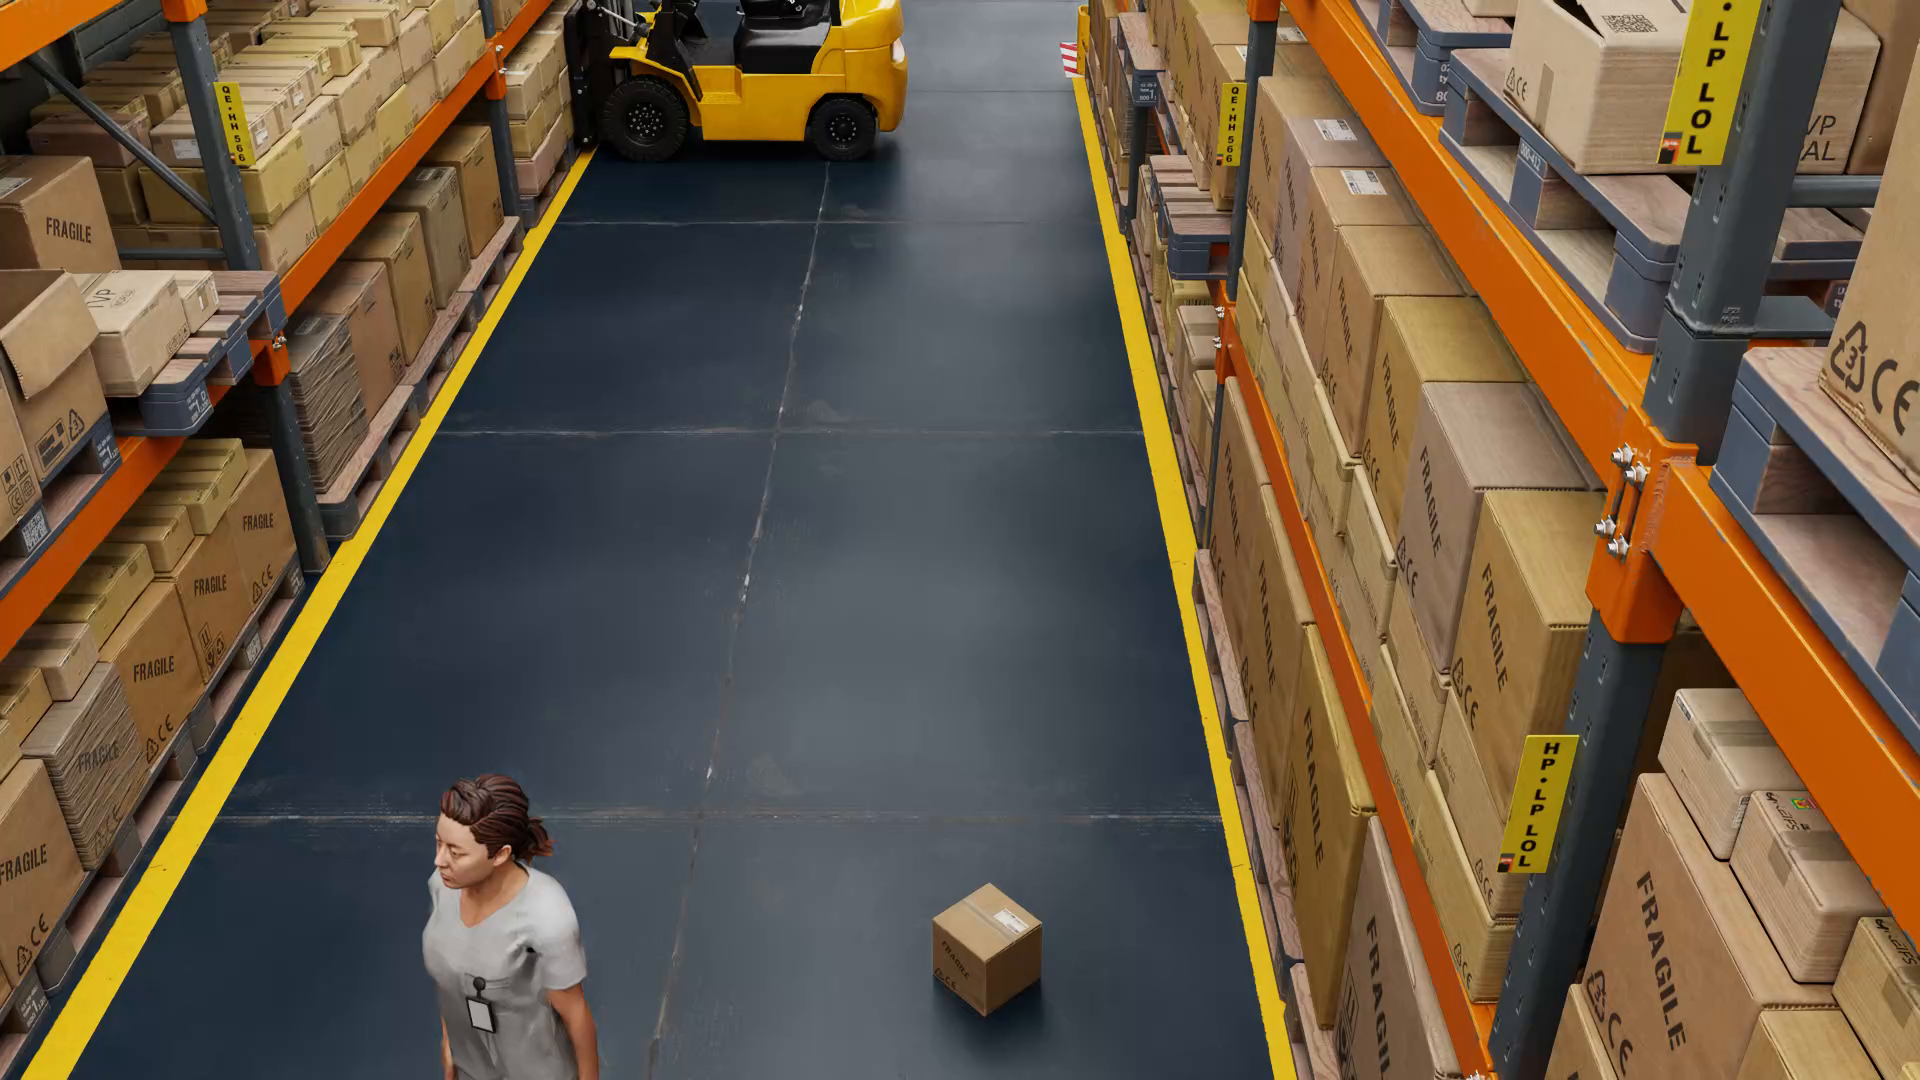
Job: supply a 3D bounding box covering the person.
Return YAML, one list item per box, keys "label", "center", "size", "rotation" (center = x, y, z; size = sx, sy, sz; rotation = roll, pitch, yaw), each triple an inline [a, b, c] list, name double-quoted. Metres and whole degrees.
- label: "person"
  center: [-1.081, 1.267, 4.028]
  size: [0.470, 1.666, 0.470]
  rotation: [19, 36, 28]
